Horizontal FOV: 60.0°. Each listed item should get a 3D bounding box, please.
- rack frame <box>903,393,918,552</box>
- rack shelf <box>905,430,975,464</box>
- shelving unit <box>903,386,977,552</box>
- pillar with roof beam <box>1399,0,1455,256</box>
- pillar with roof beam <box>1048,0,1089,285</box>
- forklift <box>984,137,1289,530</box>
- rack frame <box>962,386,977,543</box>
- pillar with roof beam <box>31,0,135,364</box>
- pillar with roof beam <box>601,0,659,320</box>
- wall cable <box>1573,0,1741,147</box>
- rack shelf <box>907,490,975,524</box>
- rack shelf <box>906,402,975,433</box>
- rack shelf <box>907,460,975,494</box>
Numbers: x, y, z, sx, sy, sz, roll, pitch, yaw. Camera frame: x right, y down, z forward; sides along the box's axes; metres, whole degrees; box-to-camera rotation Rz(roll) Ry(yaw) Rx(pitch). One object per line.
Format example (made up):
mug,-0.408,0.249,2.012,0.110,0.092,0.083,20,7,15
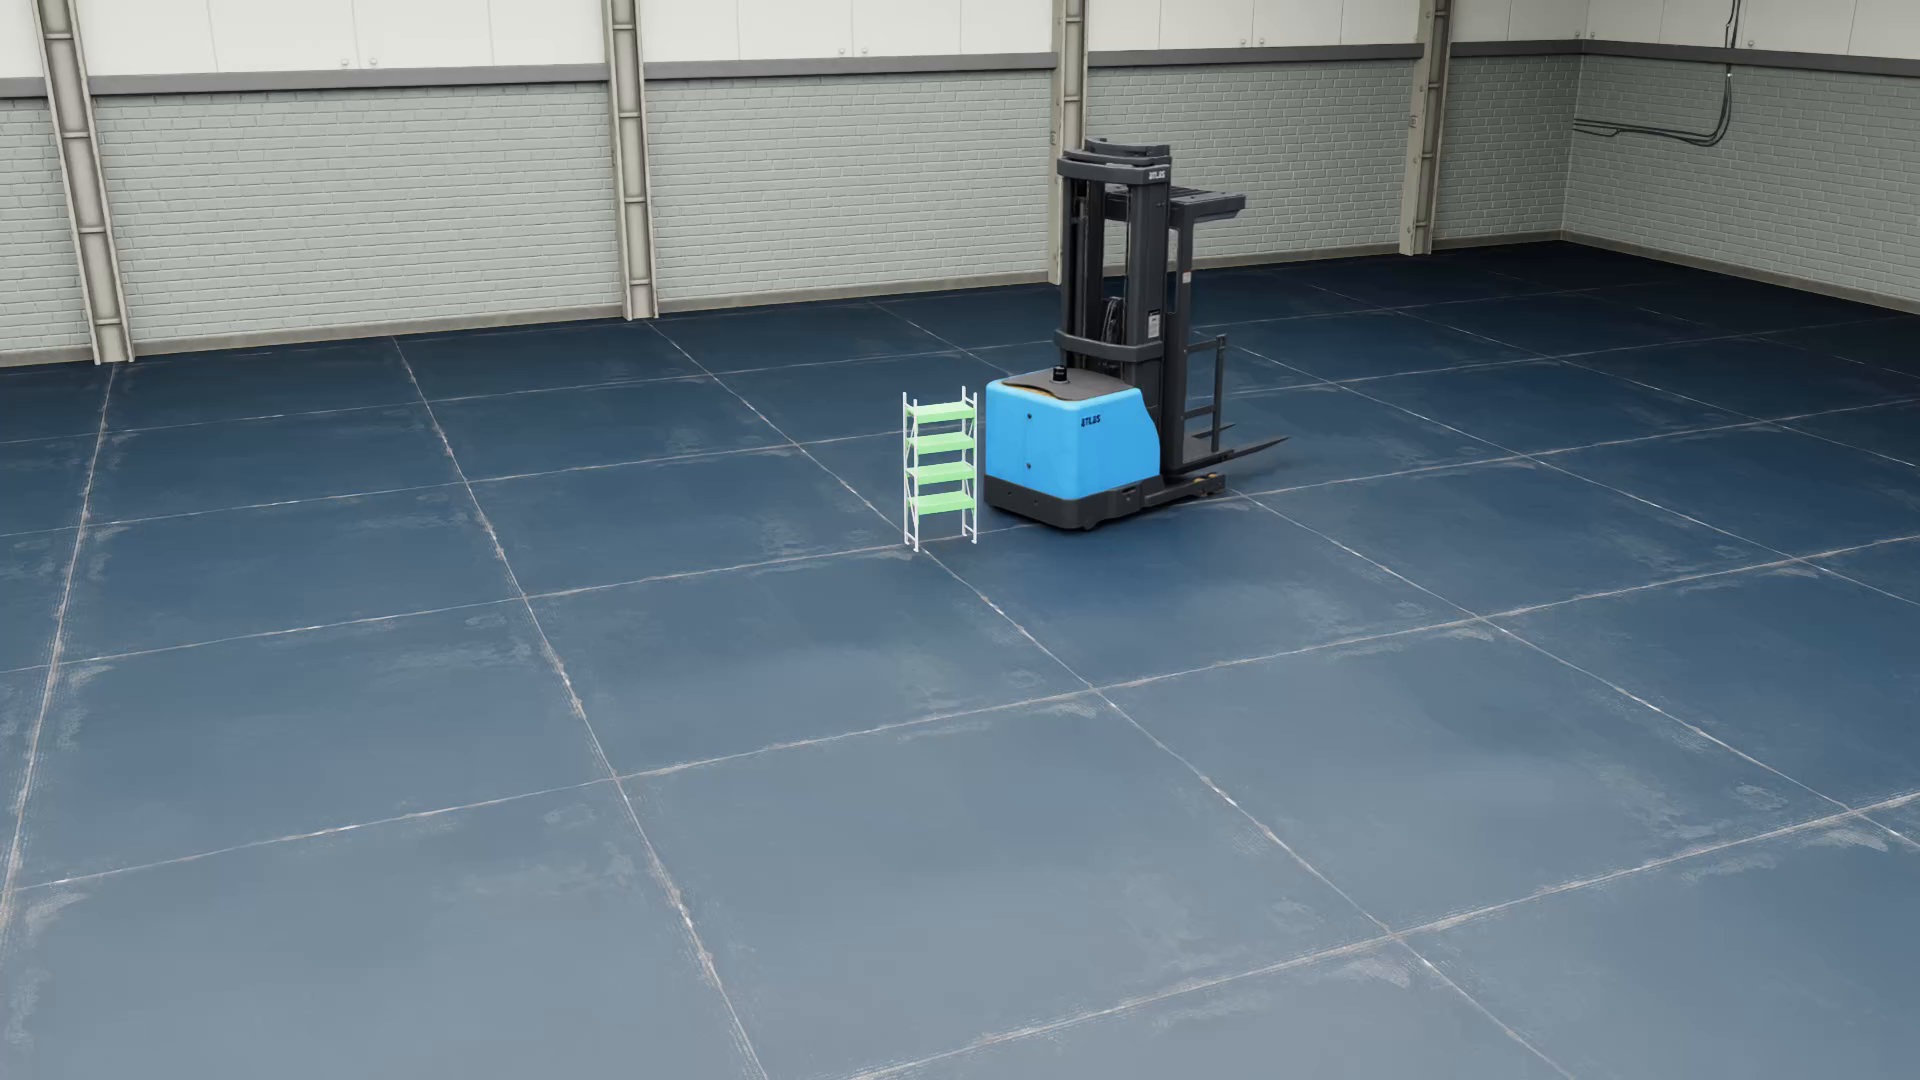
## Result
rack frame,-0.376,-0.512,12.670,0.015,1.200,0.240,-8,21,-22
rack shelf,-0.152,-0.710,12.702,0.480,0.148,0.258,-8,21,-22
shelving unit,-0.152,-0.544,12.761,0.503,1.200,0.258,-8,21,-22
pillar with roof beam,8.682,-7.334,20.303,0.400,9.000,9.100,-8,21,-22
pillar with roof beam,3.172,-6.545,18.061,0.400,9.000,9.100,-8,21,-22
forklift,1.627,-1.852,13.869,3.031,2.935,1.130,-17,25,-39
rack frame,0.072,-0.576,12.852,0.015,1.200,0.240,-8,21,-22
pillar with roof beam,-7.846,-4.966,13.578,0.400,9.000,9.100,-8,21,-22
pillar with roof beam,-2.337,-5.756,15.819,0.400,9.000,9.100,-8,21,-22
wall cable,10.205,-7.167,24.502,0.112,2.526,3.097,-8,21,-22
rack shelf,-0.152,-0.258,12.862,0.480,0.148,0.258,-8,21,-22
rack shelf,-0.152,-0.937,12.623,0.480,0.148,0.258,-8,21,-22
rack shelf,-0.152,-0.484,12.782,0.480,0.148,0.258,-8,21,-22
